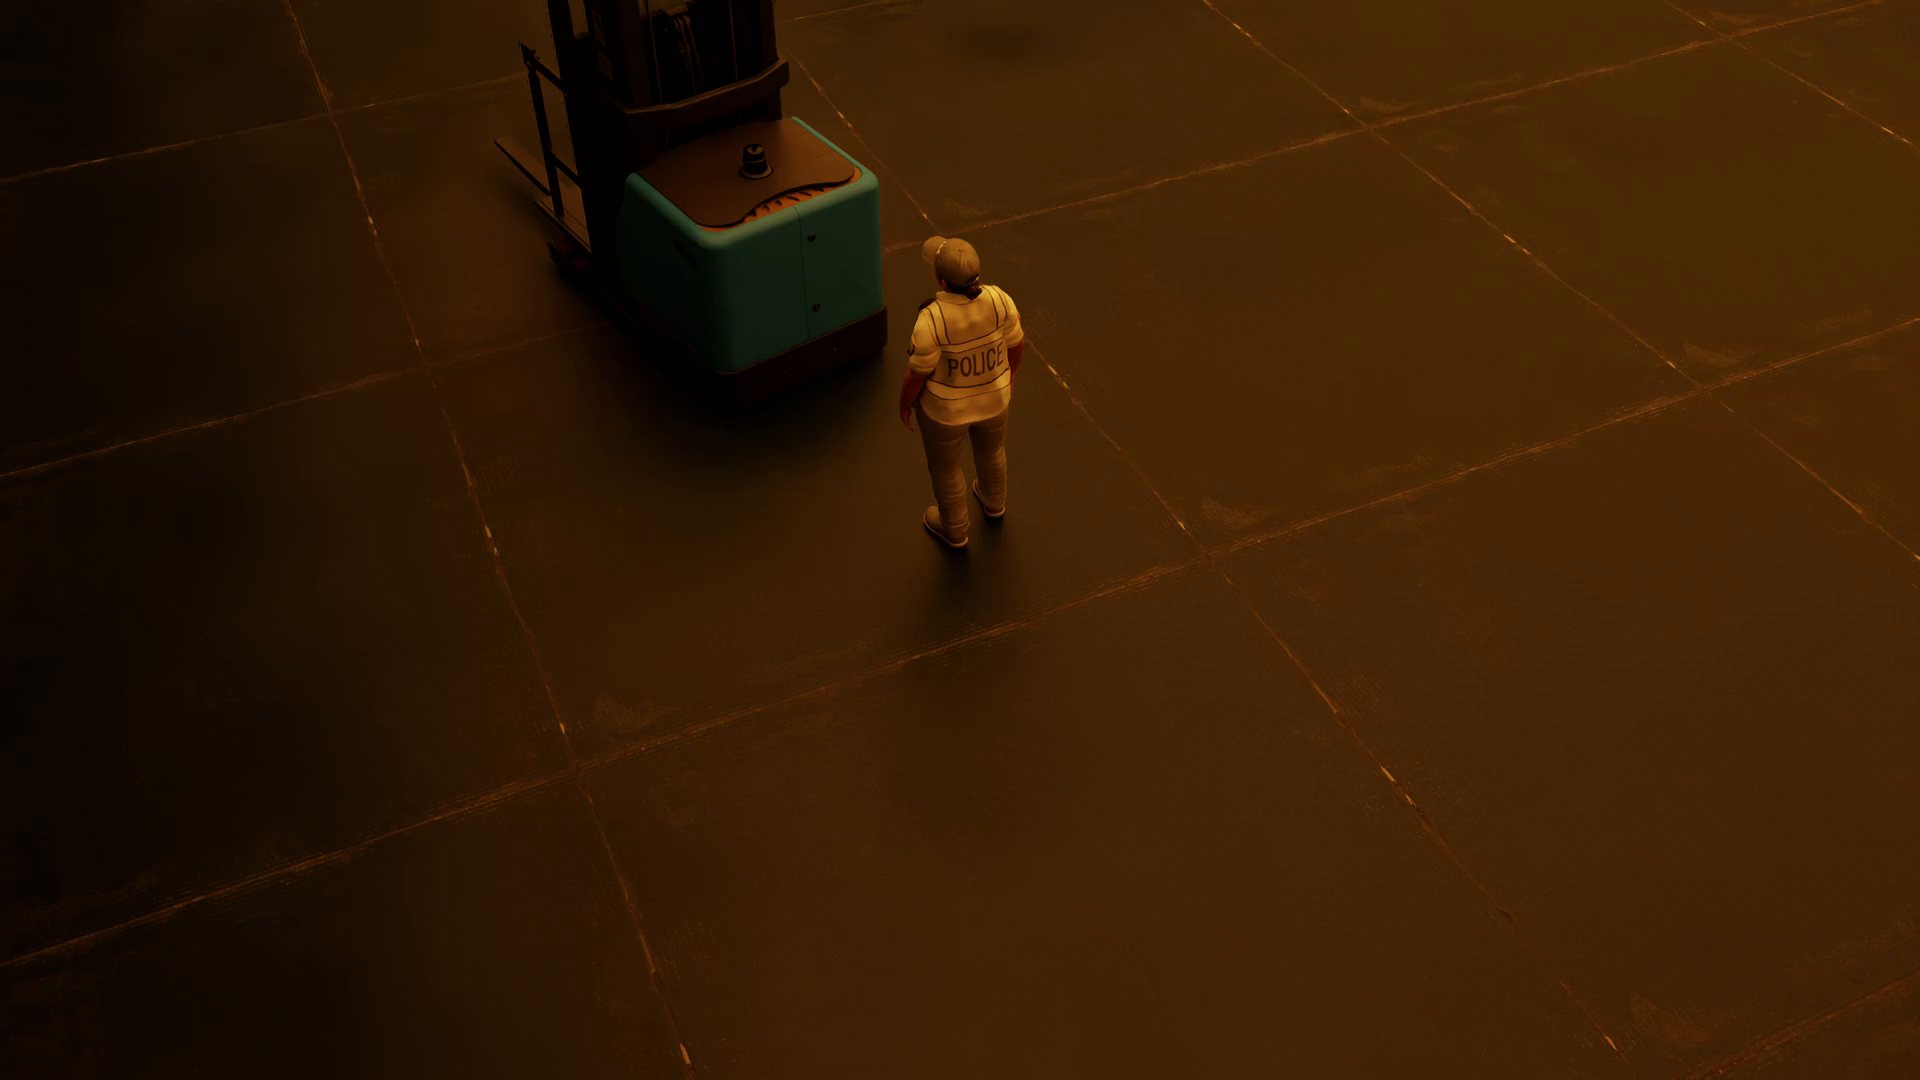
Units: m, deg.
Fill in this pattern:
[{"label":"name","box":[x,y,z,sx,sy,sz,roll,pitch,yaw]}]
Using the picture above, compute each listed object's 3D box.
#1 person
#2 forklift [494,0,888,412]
[{"label":"person","box":[-0.012,-0.669,7.312,0.599,1.670,0.529,-18,46,-18]},{"label":"forklift","box":[-1.670,-2.679,8.551,1.130,2.935,3.031,-27,49,-26]}]
